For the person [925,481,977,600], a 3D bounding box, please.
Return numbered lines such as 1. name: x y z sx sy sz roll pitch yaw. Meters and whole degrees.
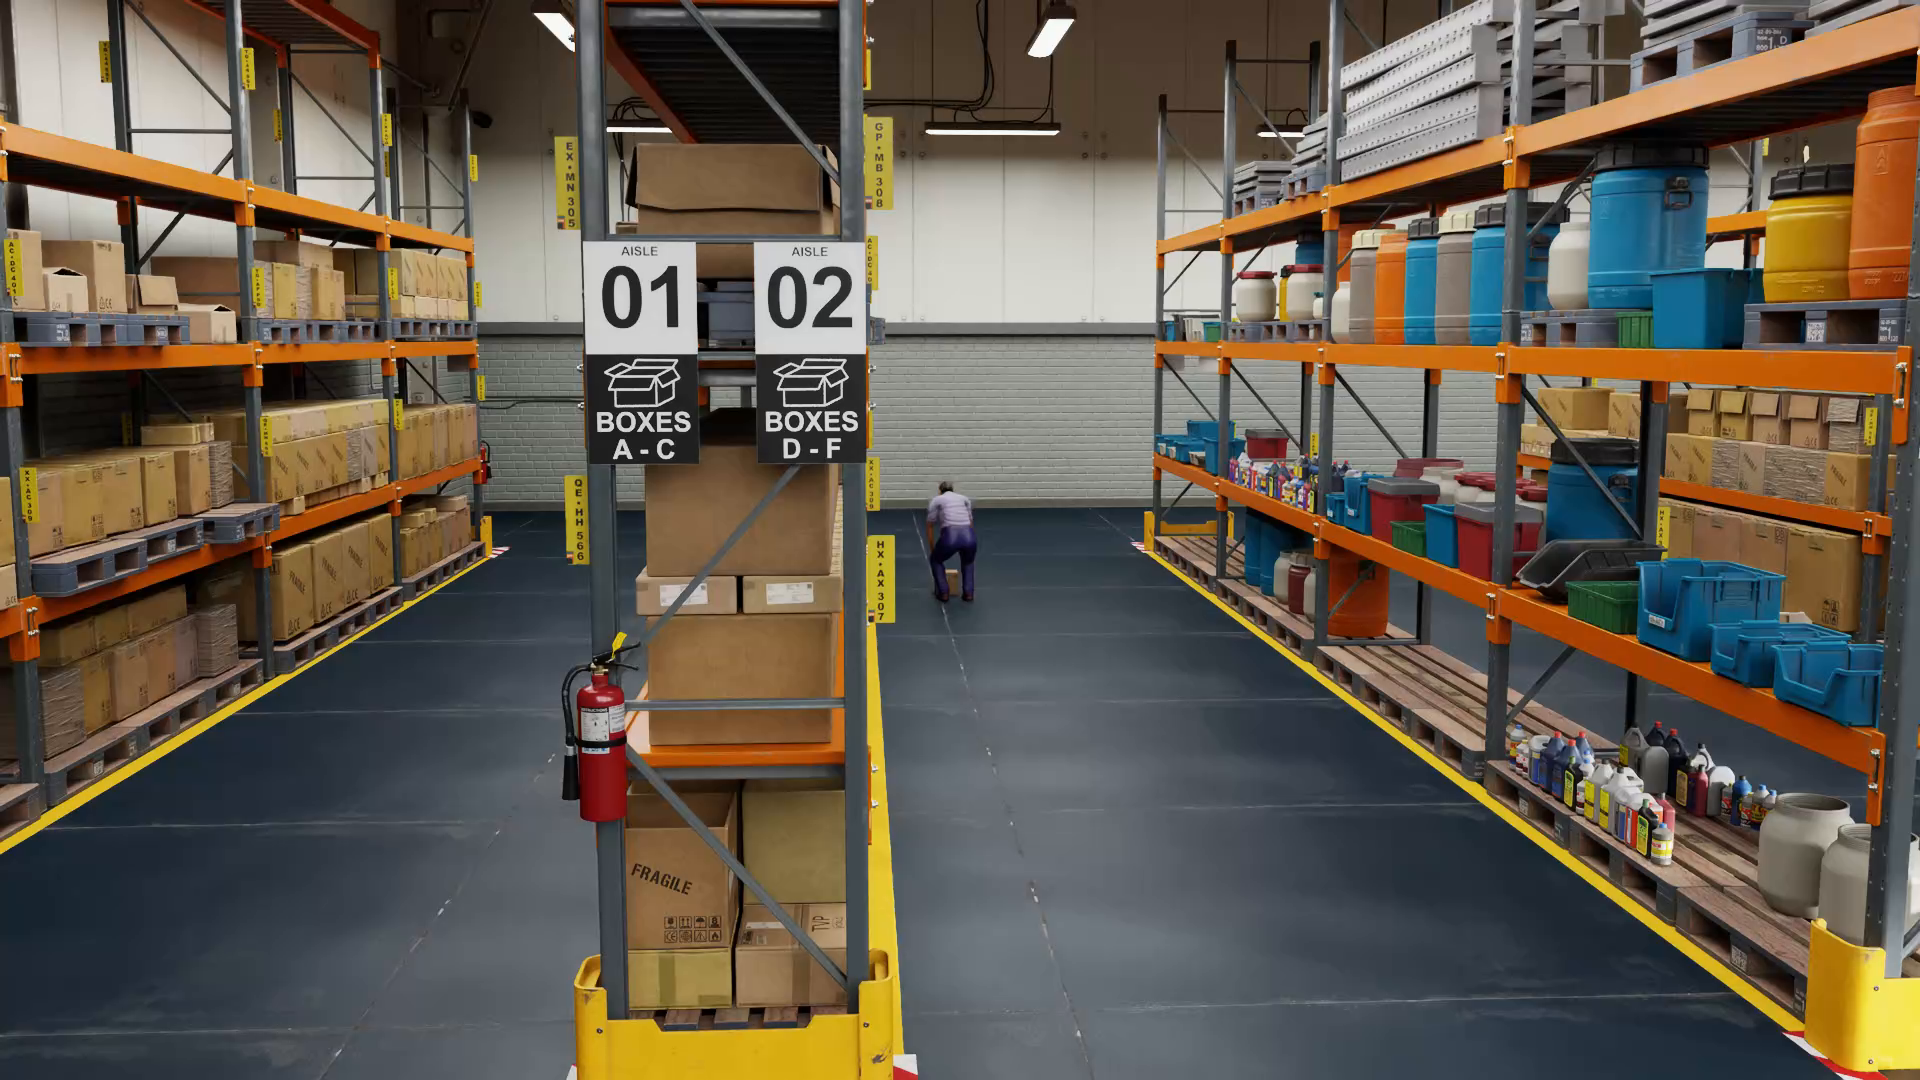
1. person: -0.096 0.018 18.205 0.537 1.284 0.704 -1 7 -11
